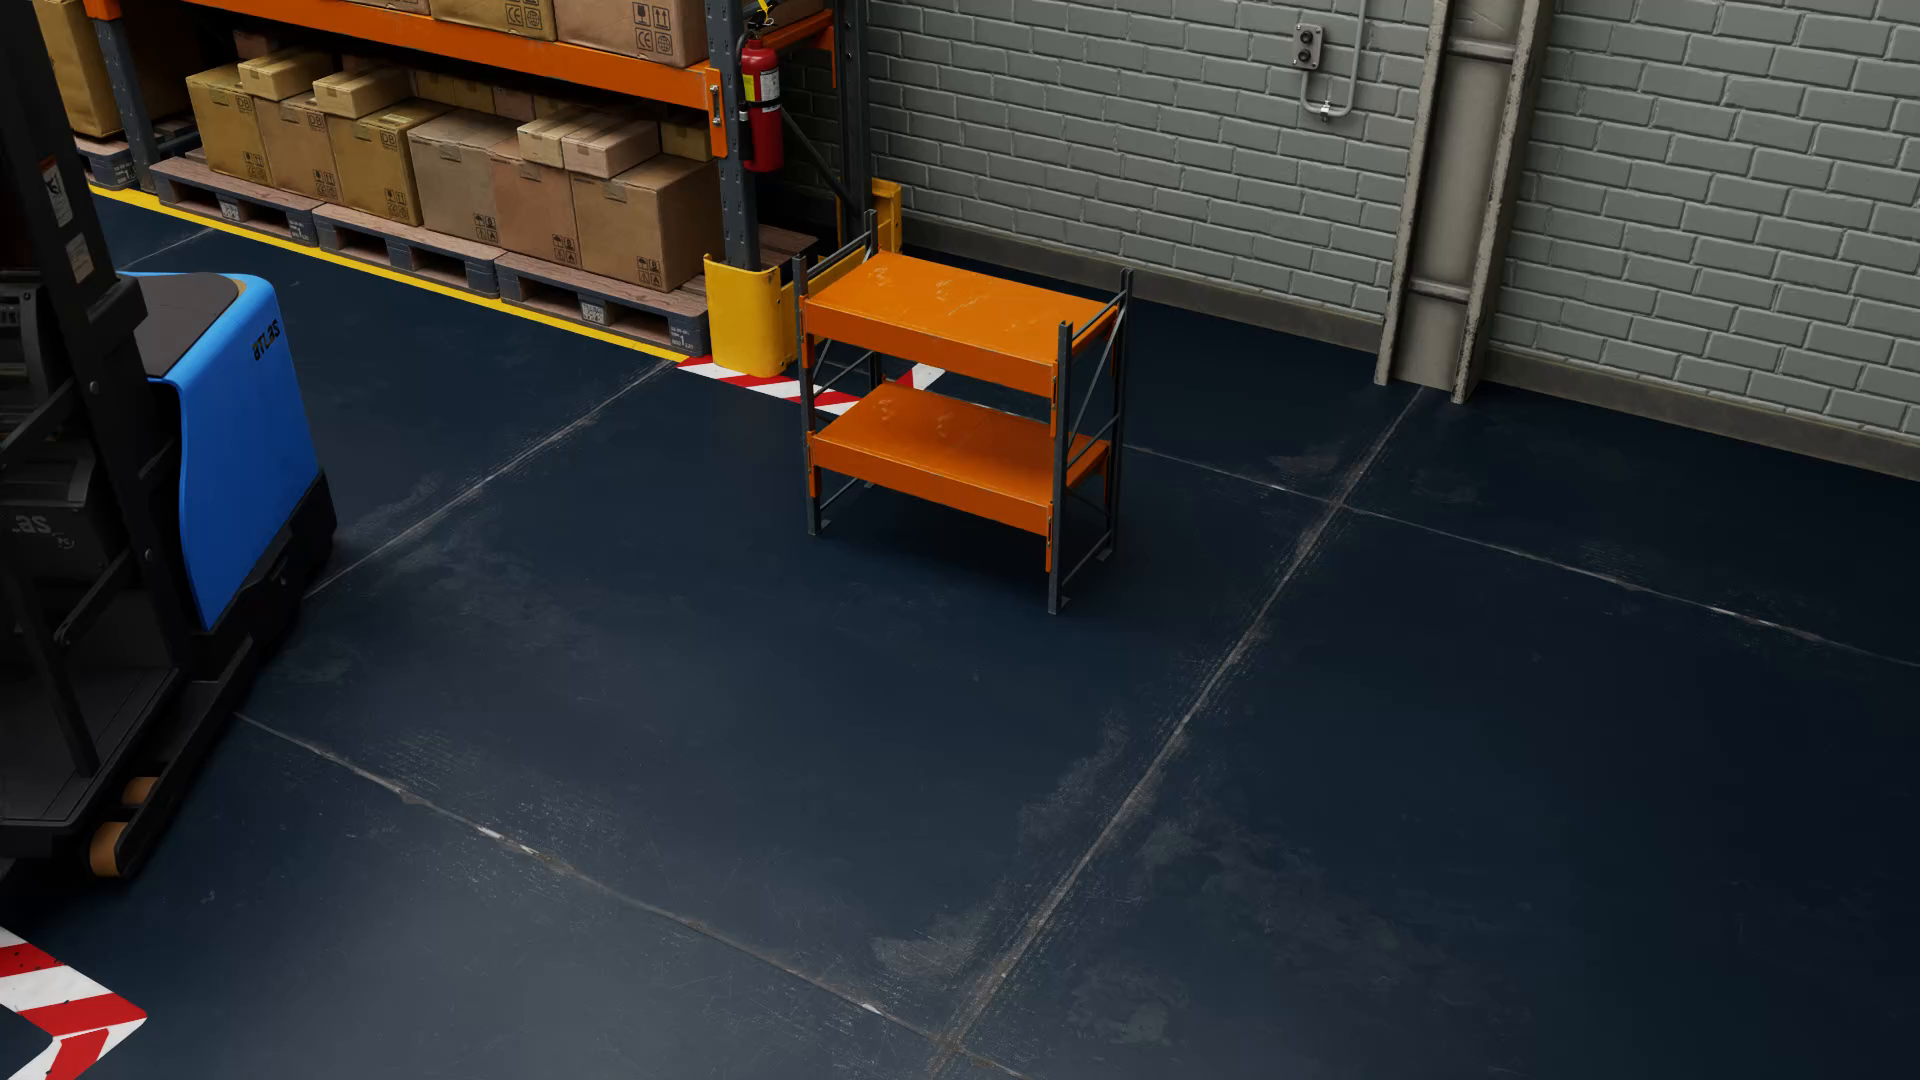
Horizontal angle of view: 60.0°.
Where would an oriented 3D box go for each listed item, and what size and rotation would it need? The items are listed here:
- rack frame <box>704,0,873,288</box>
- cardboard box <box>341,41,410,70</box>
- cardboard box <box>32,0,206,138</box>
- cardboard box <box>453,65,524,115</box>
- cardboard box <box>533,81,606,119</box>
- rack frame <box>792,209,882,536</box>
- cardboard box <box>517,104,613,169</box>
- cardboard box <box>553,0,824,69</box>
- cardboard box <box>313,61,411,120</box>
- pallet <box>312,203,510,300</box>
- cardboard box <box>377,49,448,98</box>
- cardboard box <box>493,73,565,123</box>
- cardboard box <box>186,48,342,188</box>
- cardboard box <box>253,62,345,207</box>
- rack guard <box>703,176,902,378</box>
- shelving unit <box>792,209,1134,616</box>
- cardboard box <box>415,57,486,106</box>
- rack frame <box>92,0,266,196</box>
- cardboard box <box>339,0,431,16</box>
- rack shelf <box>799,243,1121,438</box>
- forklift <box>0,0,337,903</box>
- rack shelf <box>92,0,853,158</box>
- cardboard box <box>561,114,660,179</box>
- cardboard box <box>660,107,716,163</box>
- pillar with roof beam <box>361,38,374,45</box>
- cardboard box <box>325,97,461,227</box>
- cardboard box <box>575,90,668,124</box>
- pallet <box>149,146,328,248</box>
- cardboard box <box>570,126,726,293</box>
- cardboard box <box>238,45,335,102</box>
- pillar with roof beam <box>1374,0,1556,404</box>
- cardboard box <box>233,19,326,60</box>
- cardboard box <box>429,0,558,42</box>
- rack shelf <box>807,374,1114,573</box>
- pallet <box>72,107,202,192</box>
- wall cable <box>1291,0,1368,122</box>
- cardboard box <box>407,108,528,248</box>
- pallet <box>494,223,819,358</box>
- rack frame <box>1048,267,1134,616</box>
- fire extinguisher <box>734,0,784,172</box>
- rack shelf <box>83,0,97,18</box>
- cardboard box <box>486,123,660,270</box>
[{"bbox_3d":[-0.714,-2.283,6.972,0.127,3.000,1.000,18,37,24],"label":"rack frame"},{"bbox_3d":[-2.928,-2.451,8.516,0.250,0.149,0.380,16,37,23],"label":"cardboard box"},{"bbox_3d":[-4.816,-2.779,9.278,0.750,0.750,0.750,18,38,25],"label":"cardboard box"},{"bbox_3d":[-2.265,-2.241,8.200,0.250,0.149,0.380,18,38,25],"label":"cardboard box"},{"bbox_3d":[-1.821,-2.101,7.990,0.250,0.149,0.380,18,38,25],"label":"cardboard box"},{"bbox_3d":[-0.435,-0.606,6.145,0.032,1.125,0.500,18,37,24],"label":"rack frame"},{"bbox_3d":[-1.796,-1.849,7.612,0.250,0.149,0.380,19,38,26],"label":"cardboard box"},{"bbox_3d":[-1.162,-2.543,7.092,0.700,0.700,0.980,19,38,26],"label":"cardboard box"},{"bbox_3d":[-2.929,-2.207,8.149,0.250,0.149,0.380,16,37,23],"label":"cardboard box"},{"bbox_3d":[-2.502,-1.640,8.523,1.213,0.211,1.003,18,37,24],"label":"pallet"},{"bbox_3d":[-2.709,-2.382,8.411,0.250,0.149,0.380,18,38,25],"label":"cardboard box"},{"bbox_3d":[-2.042,-2.171,8.095,0.250,0.149,0.380,18,38,25],"label":"cardboard box"},{"bbox_3d":[-3.589,-2.262,8.817,0.500,0.500,0.700,18,38,25],"label":"cardboard box"},{"bbox_3d":[-3.154,-2.122,8.607,0.500,0.500,0.700,17,37,24],"label":"cardboard box"},{"bbox_3d":[-0.693,-1.236,7.655,0.348,0.500,1.175,18,37,24],"label":"rack guard"},{"bbox_3d":[0.006,-0.466,5.935,1.048,1.125,0.538,18,37,24],"label":"shelving unit"},{"bbox_3d":[-2.485,-2.311,8.305,0.250,0.149,0.380,17,37,24],"label":"cardboard box"},{"bbox_3d":[-4.187,-3.383,8.624,0.127,3.000,1.000,18,37,24],"label":"rack frame"},{"bbox_3d":[-2.456,-2.952,7.706,0.700,0.700,0.980,16,37,22],"label":"cardboard box"},{"bbox_3d":[0.006,-0.710,5.773,1.000,0.278,0.538,18,37,24],"label":"rack shelf"},{"bbox_3d":[-2.904,-0.432,4.255,1.130,2.935,3.031,1,34,2],"label":"forklift"},{"bbox_3d":[-2.451,-2.533,7.997,4.000,0.370,1.077,18,37,24],"label":"rack shelf"},{"bbox_3d":[-1.573,-1.779,7.507,0.250,0.149,0.380,17,37,24],"label":"cardboard box"},{"bbox_3d":[-1.164,-1.893,7.678,0.250,0.149,0.380,18,38,25],"label":"cardboard box"},{"bbox_3d":[-5.286,-4.032,4.186,0.400,9.000,9.100,18,37,24],"label":"pillar with roof beam"},{"bbox_3d":[-2.710,-1.980,8.394,0.500,0.500,0.700,18,38,25],"label":"cardboard box"},{"bbox_3d":[-1.604,-2.032,7.887,0.250,0.149,0.380,18,38,25],"label":"cardboard box"},{"bbox_3d":[-3.566,-1.975,9.026,1.213,0.211,1.003,18,37,24],"label":"pallet"},{"bbox_3d":[-1.371,-1.561,7.765,0.500,0.500,0.700,18,37,24],"label":"cardboard box"},{"bbox_3d":[-3.382,-2.350,8.364,0.250,0.149,0.380,19,38,26],"label":"cardboard box"},{"bbox_3d":[-0.077,-2.382,1.708,0.400,9.000,9.100,18,37,24],"label":"pillar with roof beam"},{"bbox_3d":[-3.616,-2.668,8.841,0.250,0.149,0.380,17,37,24],"label":"cardboard box"},{"bbox_3d":[-1.799,-2.738,7.384,0.700,0.700,0.980,17,37,24],"label":"cardboard box"},{"bbox_3d":[0.006,-0.263,6.071,1.000,0.278,0.538,18,37,24],"label":"rack shelf"},{"bbox_3d":[-4.894,-2.398,9.661,1.213,0.211,1.003,18,37,24],"label":"pallet"},{"bbox_3d":[0.867,-2.809,6.845,1.851,1.984,0.084,18,37,24],"label":"wall cable"},{"bbox_3d":[-2.243,-1.837,8.179,0.500,0.500,0.700,16,37,23],"label":"cardboard box"},{"bbox_3d":[-1.447,-1.304,8.018,1.213,0.211,1.003,18,37,24],"label":"pallet"},{"bbox_3d":[0.447,-0.327,5.725,0.032,1.125,0.500,18,37,24],"label":"rack frame"},{"bbox_3d":[-0.812,-1.832,6.701,0.183,0.674,0.296,18,37,24],"label":"fire extinguisher"},{"bbox_3d":[-5.923,-3.633,9.649,4.000,0.370,1.077,18,37,24],"label":"rack shelf"},{"bbox_3d":[-1.806,-1.699,7.972,0.500,0.500,0.700,17,37,24],"label":"cardboard box"}]
